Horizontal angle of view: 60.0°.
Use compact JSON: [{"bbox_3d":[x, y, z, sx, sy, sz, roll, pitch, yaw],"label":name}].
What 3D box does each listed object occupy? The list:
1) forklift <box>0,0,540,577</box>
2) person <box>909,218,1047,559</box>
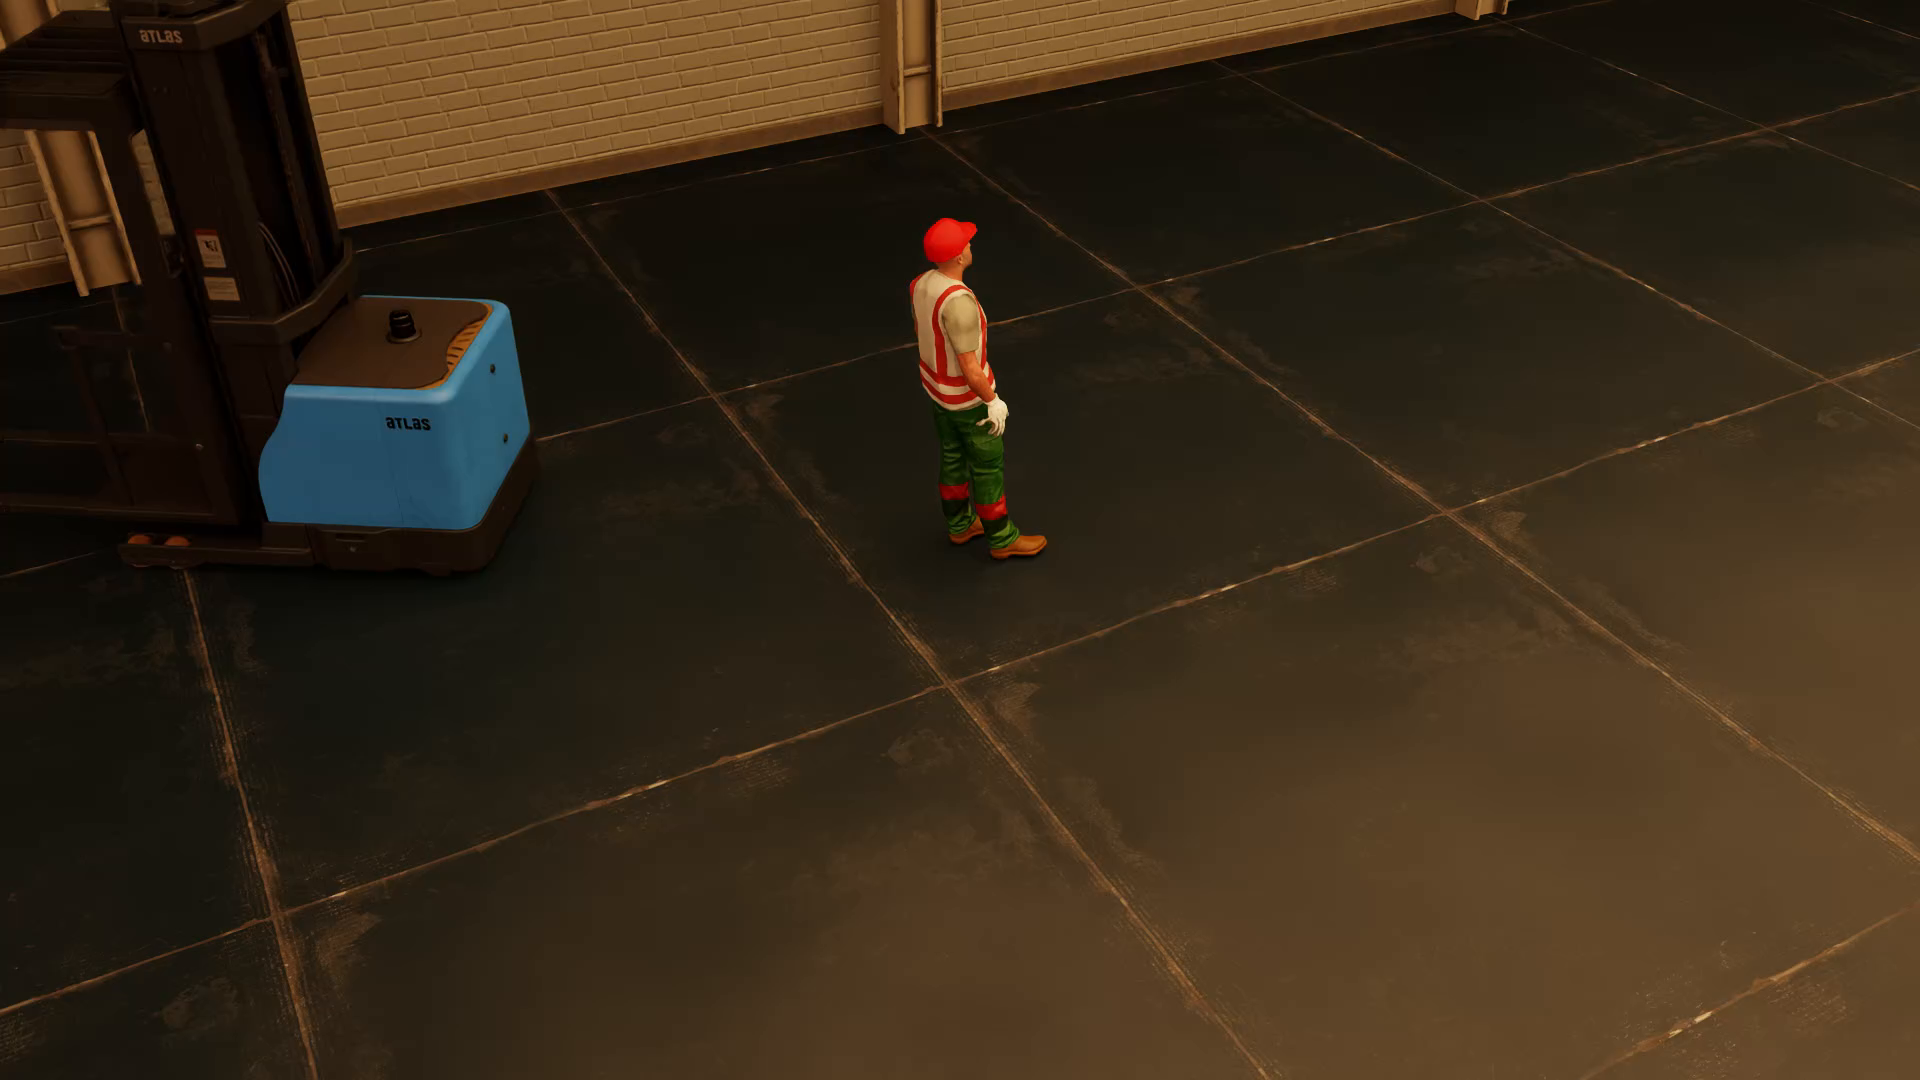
[{"bbox_3d":[-3.842,-1.348,8.030,3.031,2.935,1.130,3,35,4],"label":"forklift"},{"bbox_3d":[0.076,-0.752,8.163,0.564,1.787,0.637,-17,39,-23],"label":"person"}]
